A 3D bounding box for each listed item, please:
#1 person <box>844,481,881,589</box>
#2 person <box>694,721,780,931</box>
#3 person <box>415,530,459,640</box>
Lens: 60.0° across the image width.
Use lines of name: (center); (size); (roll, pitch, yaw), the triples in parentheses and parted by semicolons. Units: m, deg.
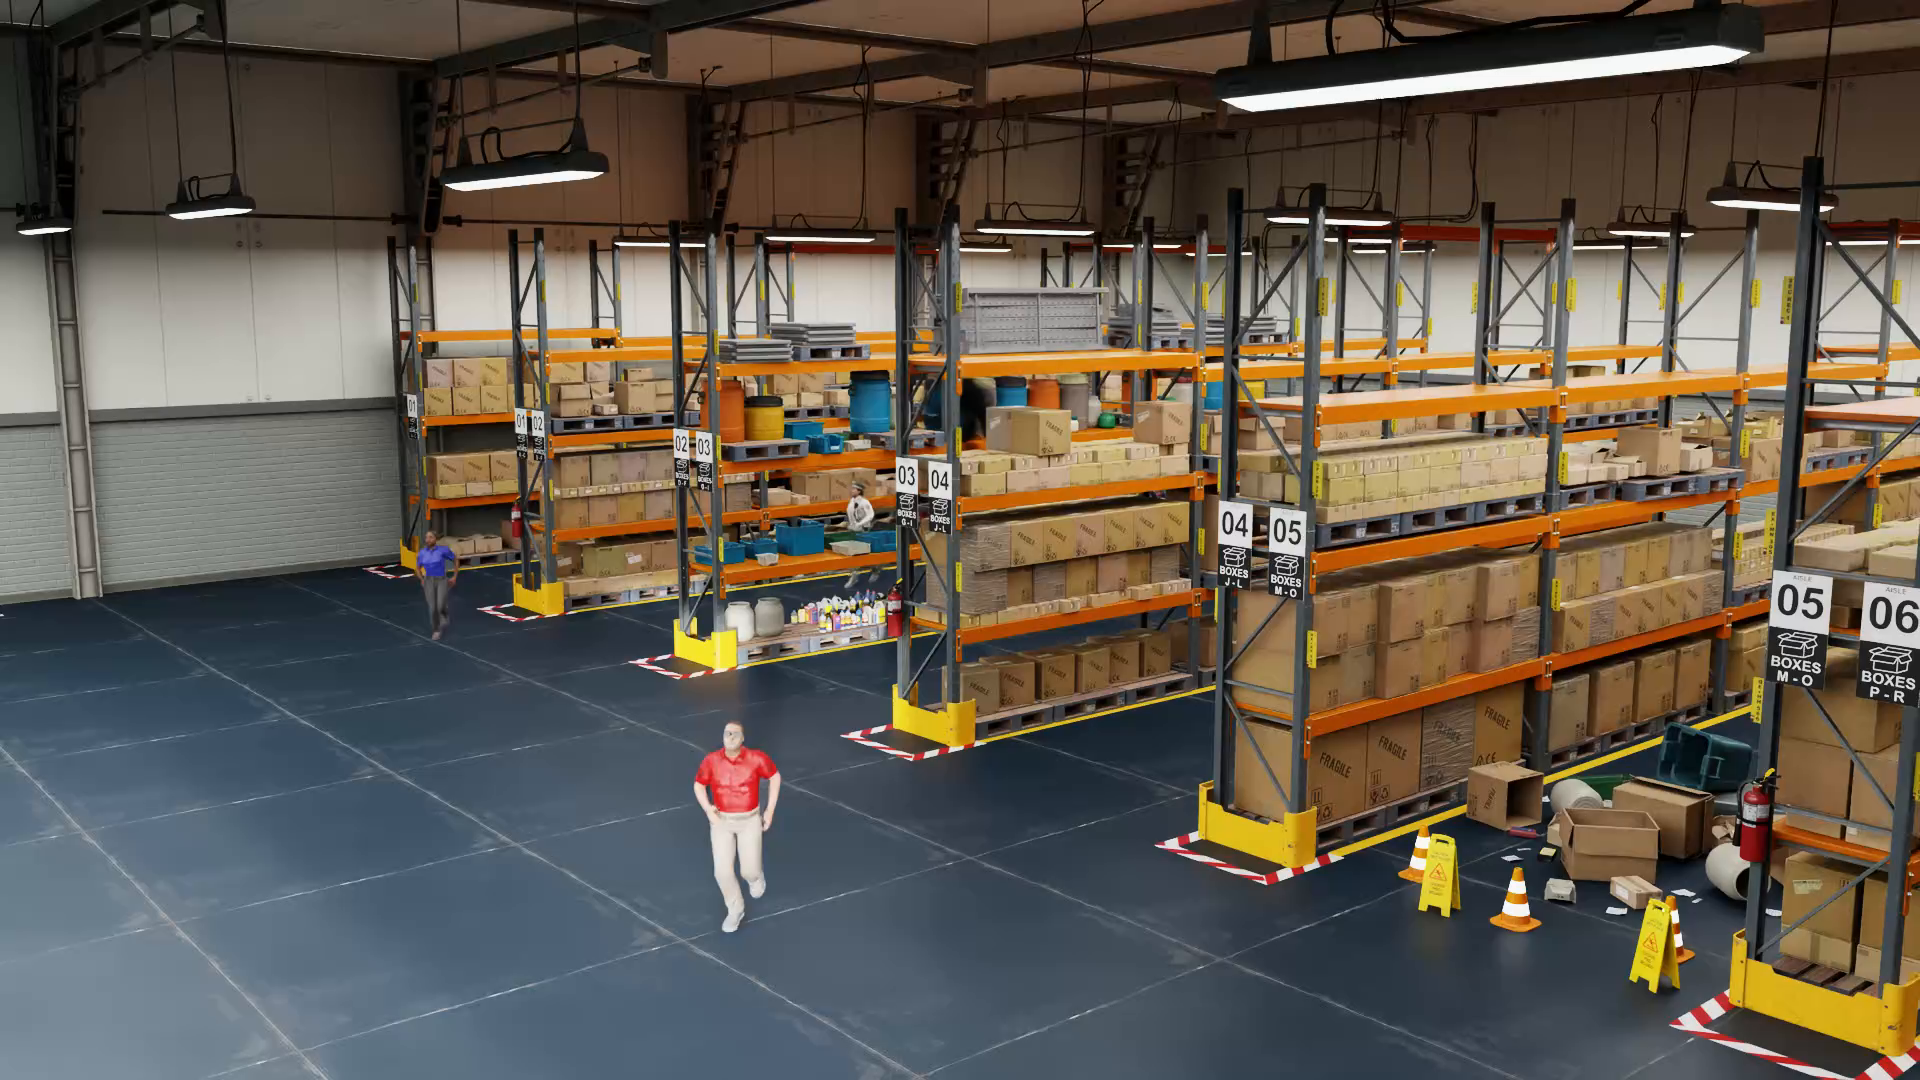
person: (-1.585, -0.098, 27.123); (0.689, 1.749, 0.635); (-7, 11, -38)
person: (-1.810, 2.293, 13.477); (0.697, 1.692, 0.601); (0, 9, -1)
person: (-7.652, 0.659, 24.313); (0.598, 1.620, 0.603); (0, 9, -3)
